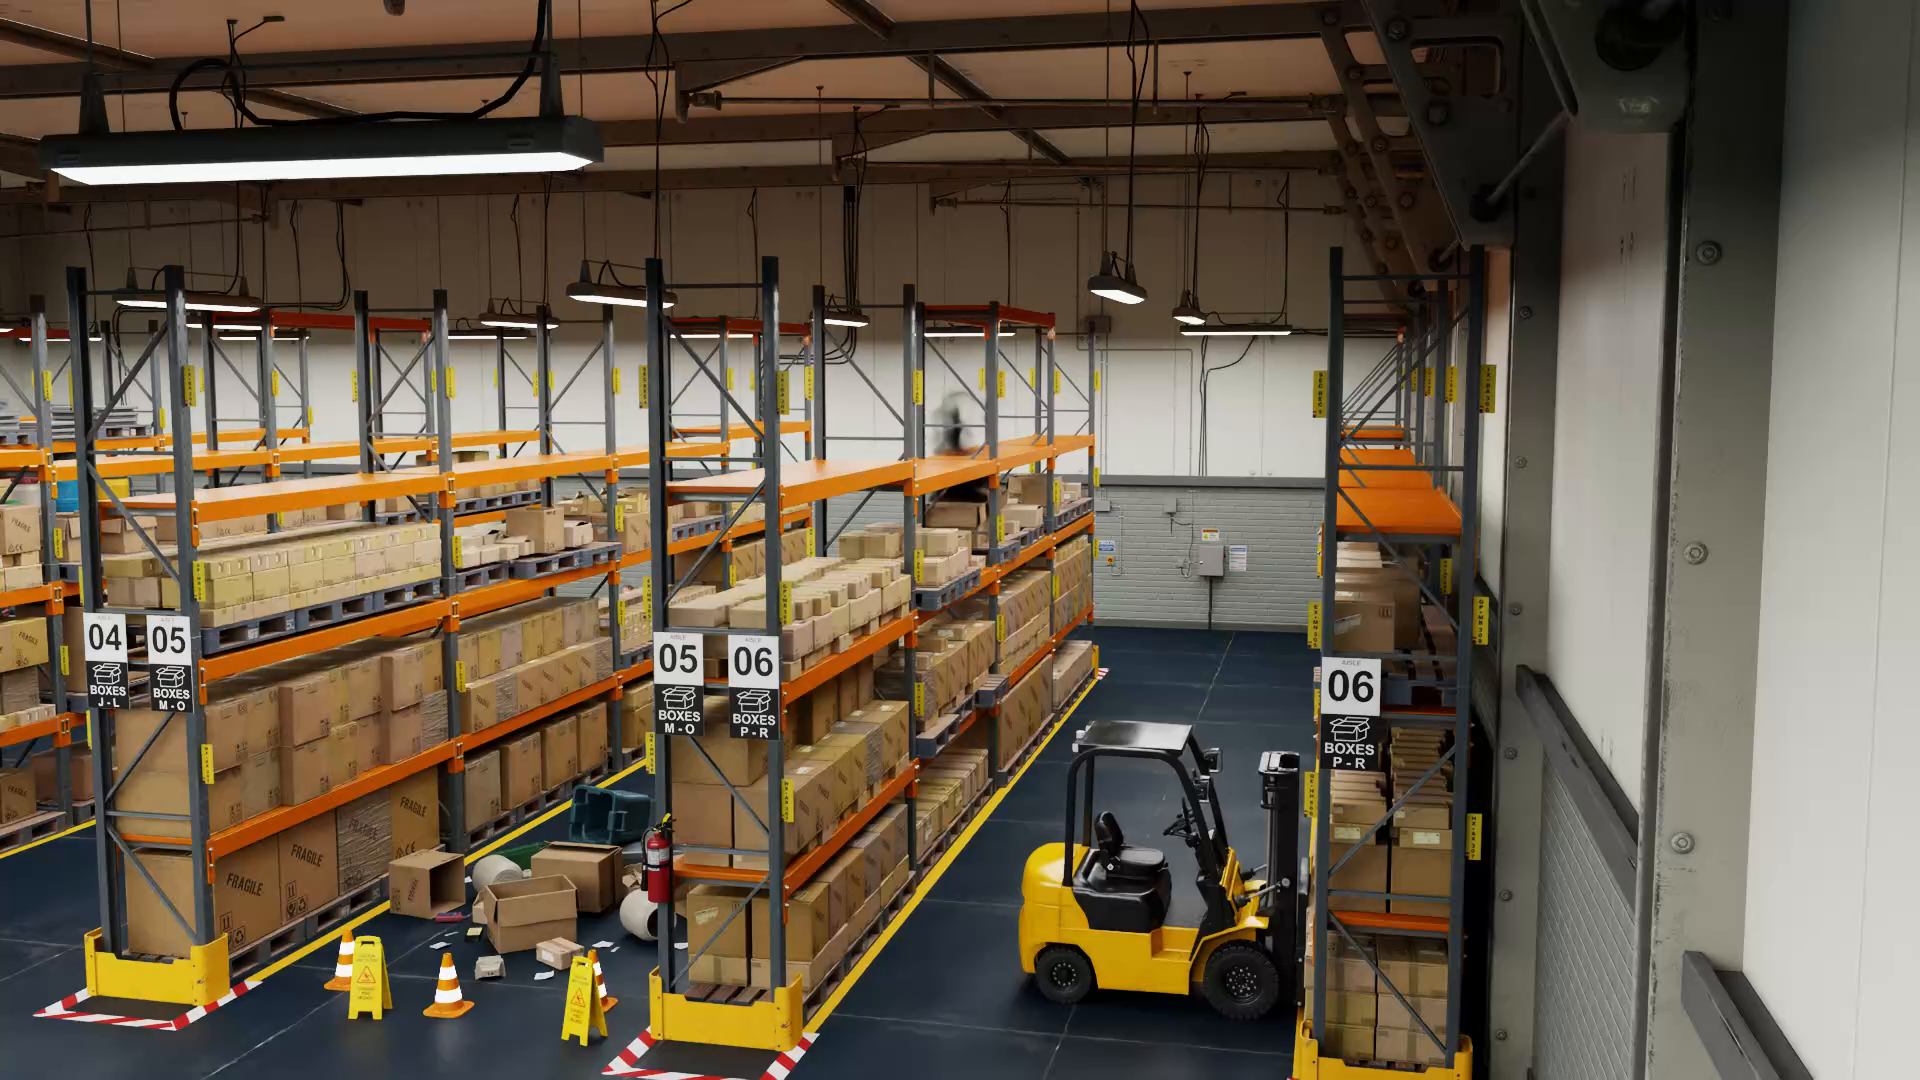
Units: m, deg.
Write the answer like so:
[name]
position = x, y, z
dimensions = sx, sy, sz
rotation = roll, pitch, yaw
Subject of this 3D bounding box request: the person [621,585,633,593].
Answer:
[person]
position = -5.435, 1.567, 27.136
dimensions = 0.555, 1.676, 0.905
rotation = 1, 6, 14
